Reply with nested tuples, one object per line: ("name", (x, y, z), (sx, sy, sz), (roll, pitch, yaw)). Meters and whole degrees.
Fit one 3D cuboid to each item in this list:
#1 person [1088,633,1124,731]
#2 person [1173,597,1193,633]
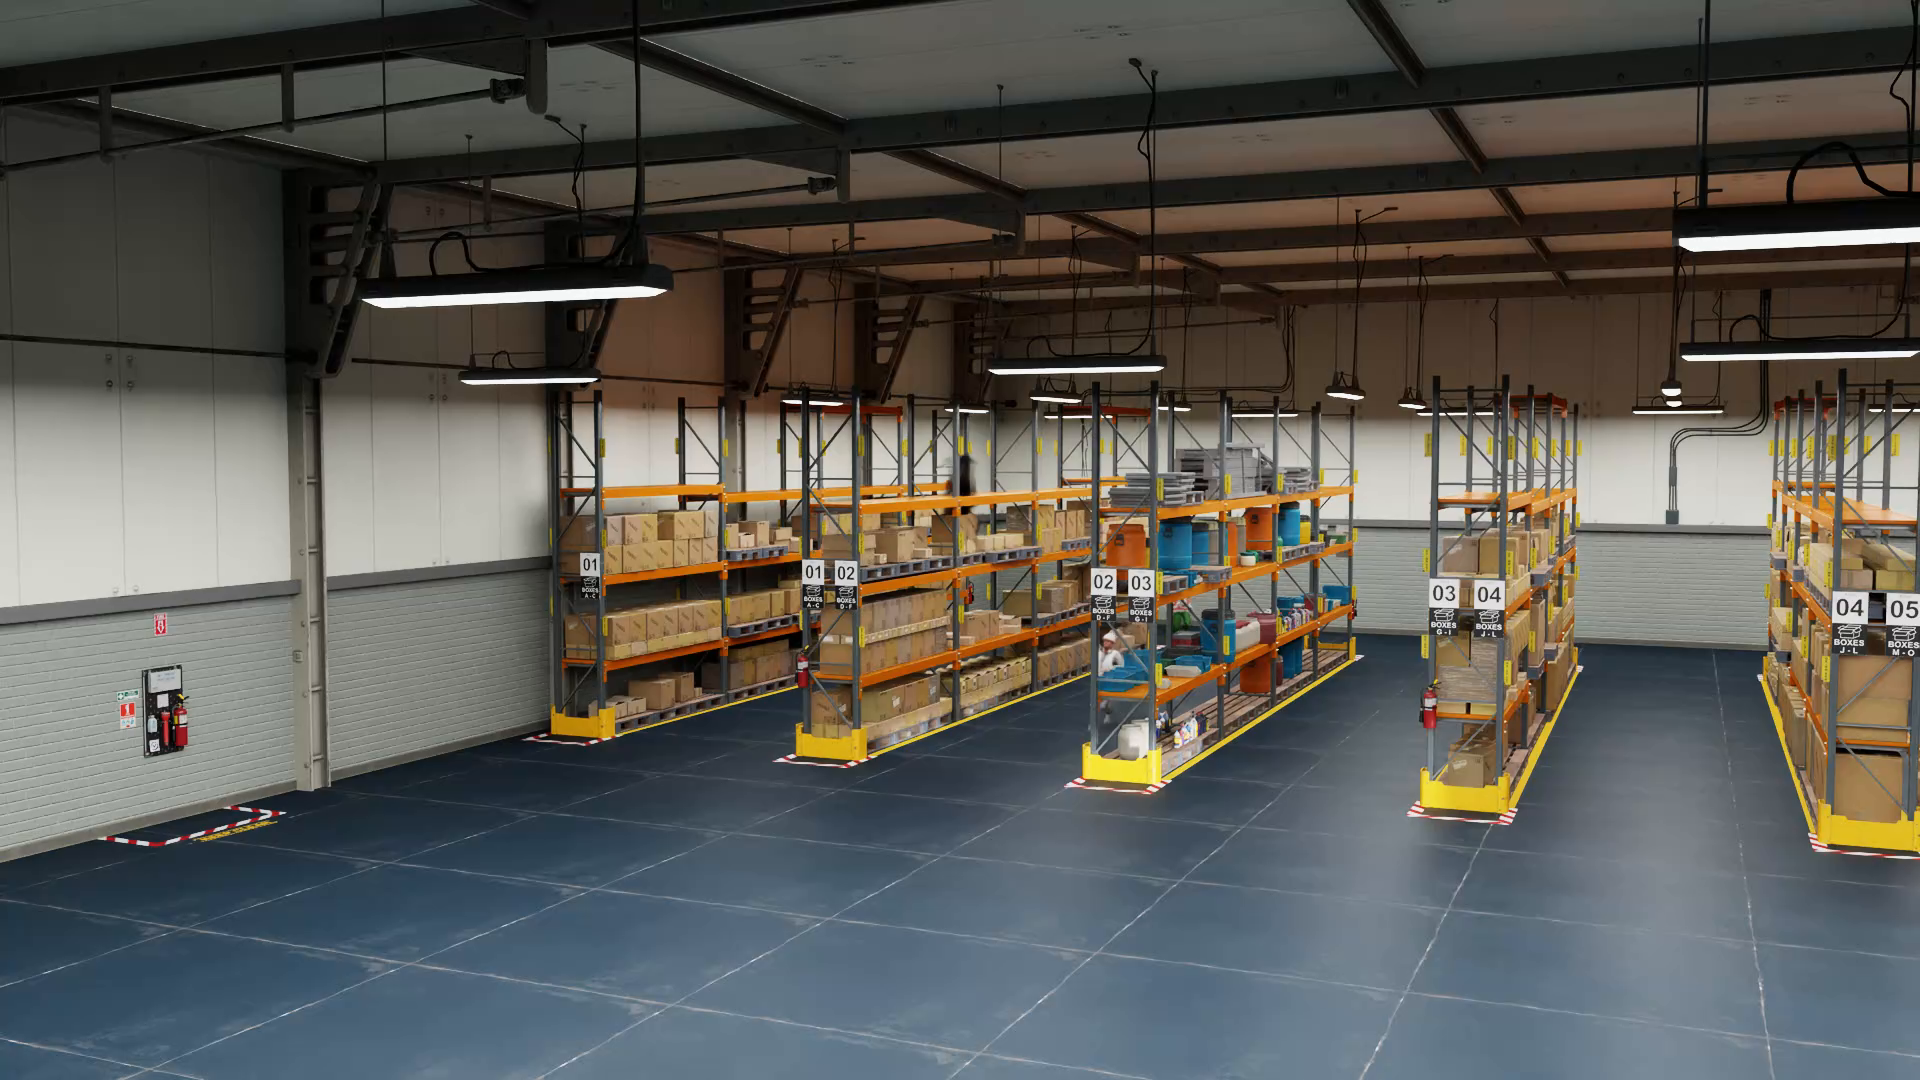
("person", (2.627, 2.519, 29.599), (0.696, 1.741, 0.759), (2, 4, 35))
("person", (5.562, 1.808, 41.693), (0.648, 1.800, 0.808), (0, 3, -8))
